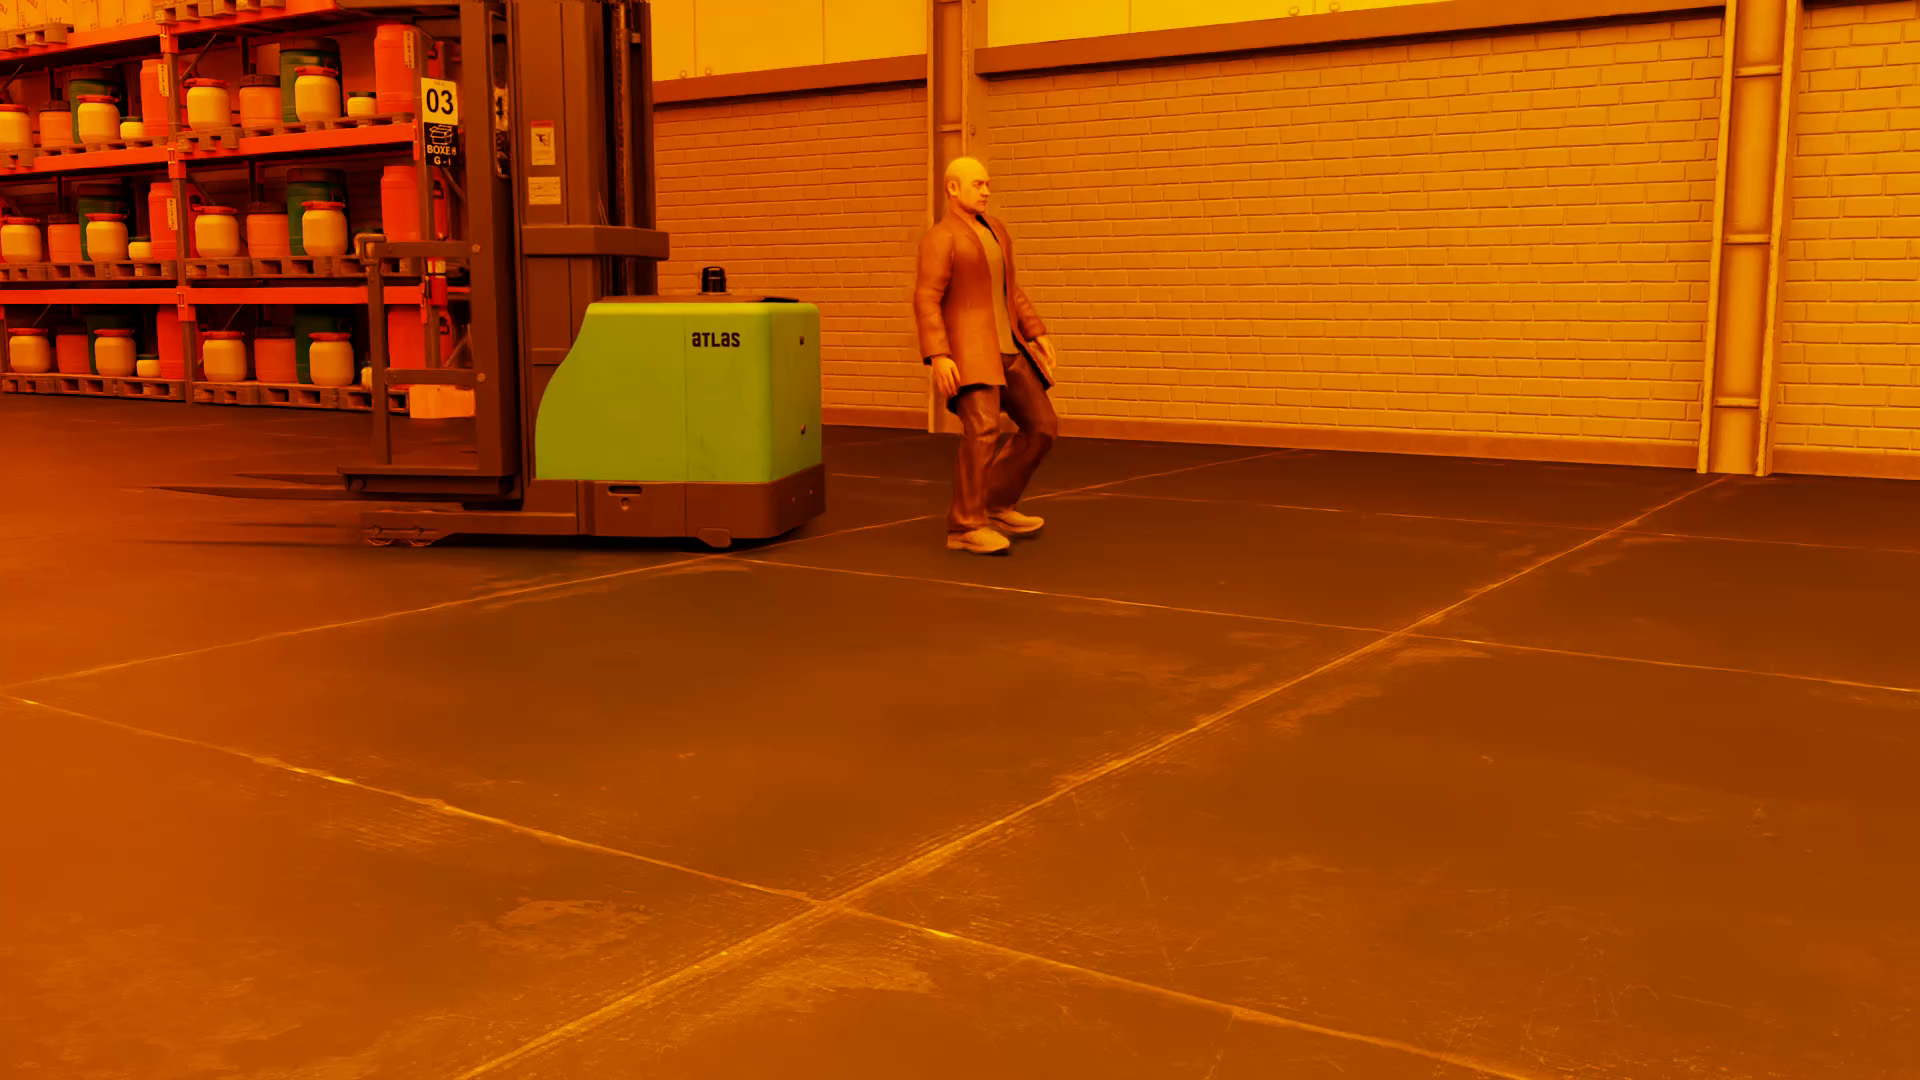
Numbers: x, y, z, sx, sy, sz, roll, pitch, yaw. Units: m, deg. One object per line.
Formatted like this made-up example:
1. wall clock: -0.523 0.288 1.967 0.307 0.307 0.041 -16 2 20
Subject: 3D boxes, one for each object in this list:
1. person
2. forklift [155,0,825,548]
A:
1. person: 0.140 -0.827 7.353 0.583 1.708 0.799 7 11 40
2. forklift: -2.216 -1.490 7.669 3.031 2.935 1.130 1 8 9
